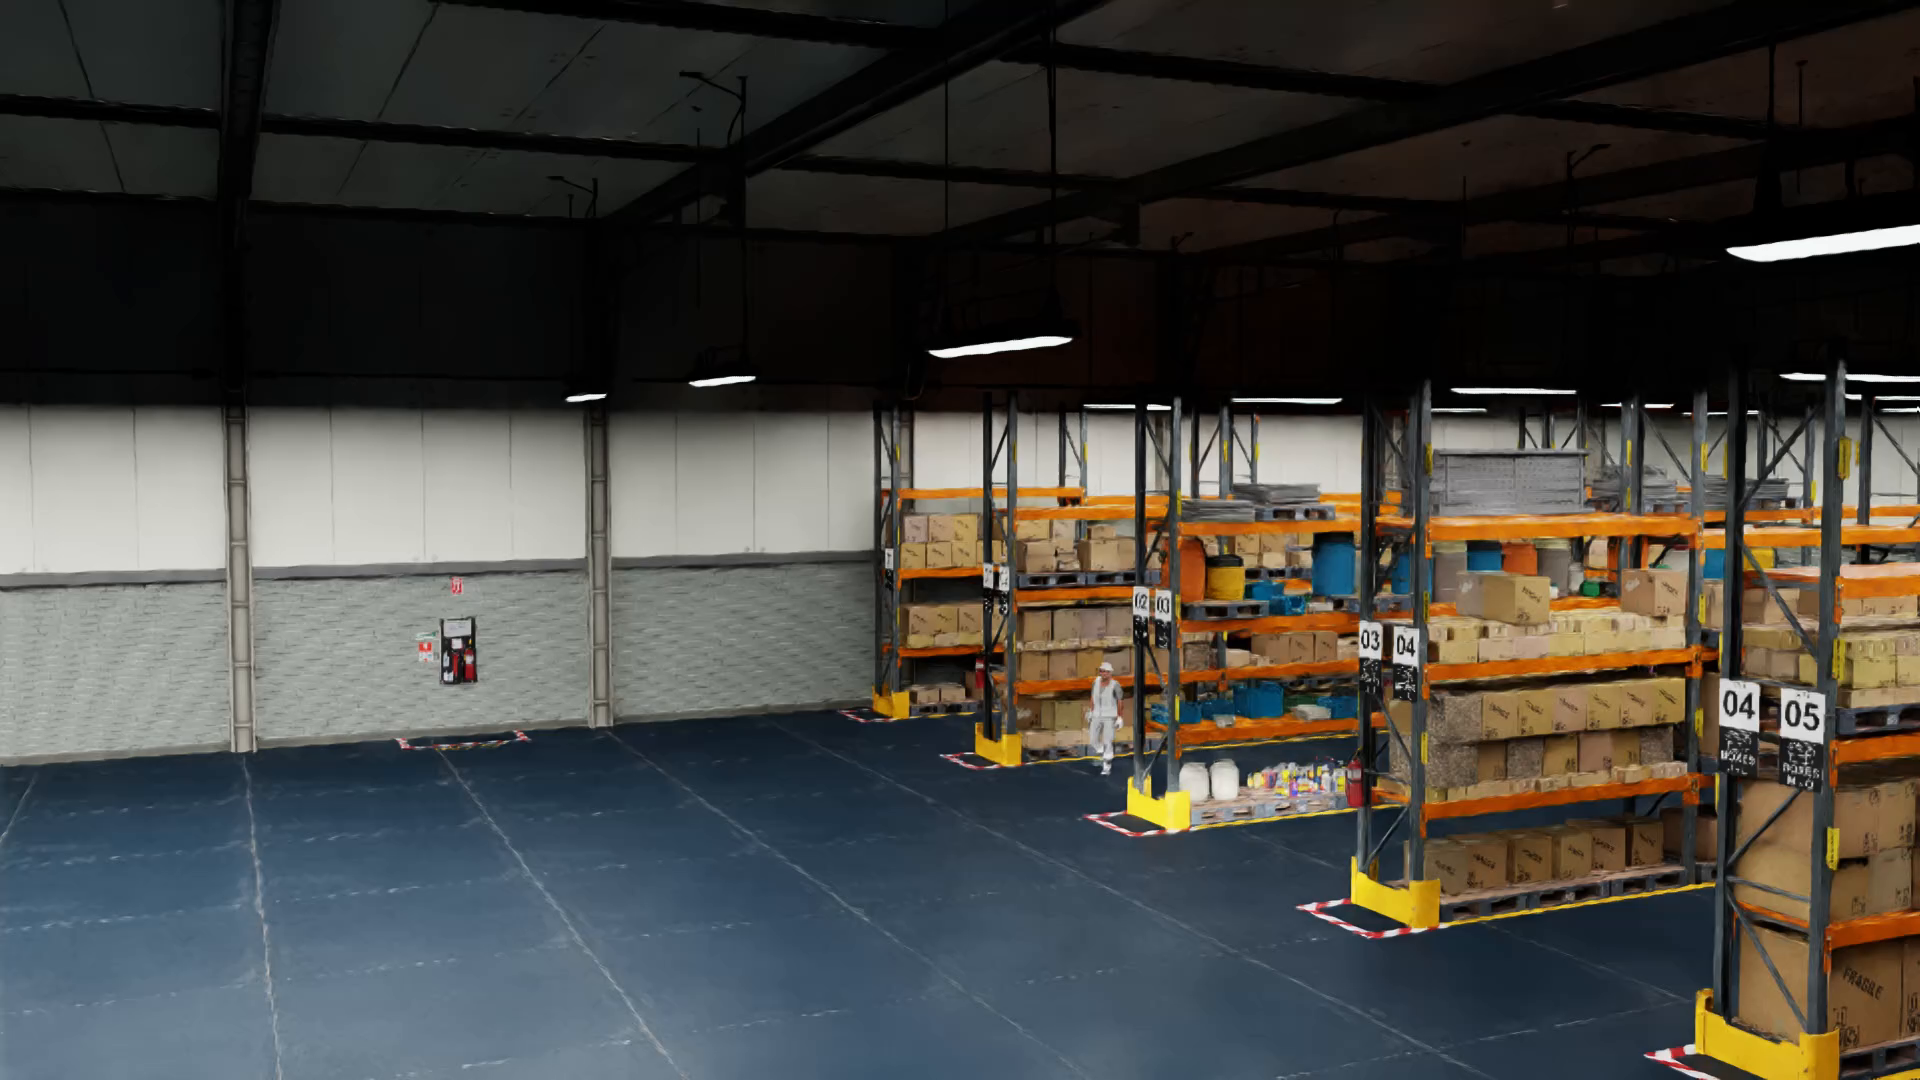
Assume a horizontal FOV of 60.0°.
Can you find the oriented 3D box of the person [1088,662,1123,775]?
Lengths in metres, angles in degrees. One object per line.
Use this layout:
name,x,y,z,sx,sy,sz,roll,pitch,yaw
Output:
person,2.279,2.766,25.996,0.591,1.780,0.548,2,4,31
